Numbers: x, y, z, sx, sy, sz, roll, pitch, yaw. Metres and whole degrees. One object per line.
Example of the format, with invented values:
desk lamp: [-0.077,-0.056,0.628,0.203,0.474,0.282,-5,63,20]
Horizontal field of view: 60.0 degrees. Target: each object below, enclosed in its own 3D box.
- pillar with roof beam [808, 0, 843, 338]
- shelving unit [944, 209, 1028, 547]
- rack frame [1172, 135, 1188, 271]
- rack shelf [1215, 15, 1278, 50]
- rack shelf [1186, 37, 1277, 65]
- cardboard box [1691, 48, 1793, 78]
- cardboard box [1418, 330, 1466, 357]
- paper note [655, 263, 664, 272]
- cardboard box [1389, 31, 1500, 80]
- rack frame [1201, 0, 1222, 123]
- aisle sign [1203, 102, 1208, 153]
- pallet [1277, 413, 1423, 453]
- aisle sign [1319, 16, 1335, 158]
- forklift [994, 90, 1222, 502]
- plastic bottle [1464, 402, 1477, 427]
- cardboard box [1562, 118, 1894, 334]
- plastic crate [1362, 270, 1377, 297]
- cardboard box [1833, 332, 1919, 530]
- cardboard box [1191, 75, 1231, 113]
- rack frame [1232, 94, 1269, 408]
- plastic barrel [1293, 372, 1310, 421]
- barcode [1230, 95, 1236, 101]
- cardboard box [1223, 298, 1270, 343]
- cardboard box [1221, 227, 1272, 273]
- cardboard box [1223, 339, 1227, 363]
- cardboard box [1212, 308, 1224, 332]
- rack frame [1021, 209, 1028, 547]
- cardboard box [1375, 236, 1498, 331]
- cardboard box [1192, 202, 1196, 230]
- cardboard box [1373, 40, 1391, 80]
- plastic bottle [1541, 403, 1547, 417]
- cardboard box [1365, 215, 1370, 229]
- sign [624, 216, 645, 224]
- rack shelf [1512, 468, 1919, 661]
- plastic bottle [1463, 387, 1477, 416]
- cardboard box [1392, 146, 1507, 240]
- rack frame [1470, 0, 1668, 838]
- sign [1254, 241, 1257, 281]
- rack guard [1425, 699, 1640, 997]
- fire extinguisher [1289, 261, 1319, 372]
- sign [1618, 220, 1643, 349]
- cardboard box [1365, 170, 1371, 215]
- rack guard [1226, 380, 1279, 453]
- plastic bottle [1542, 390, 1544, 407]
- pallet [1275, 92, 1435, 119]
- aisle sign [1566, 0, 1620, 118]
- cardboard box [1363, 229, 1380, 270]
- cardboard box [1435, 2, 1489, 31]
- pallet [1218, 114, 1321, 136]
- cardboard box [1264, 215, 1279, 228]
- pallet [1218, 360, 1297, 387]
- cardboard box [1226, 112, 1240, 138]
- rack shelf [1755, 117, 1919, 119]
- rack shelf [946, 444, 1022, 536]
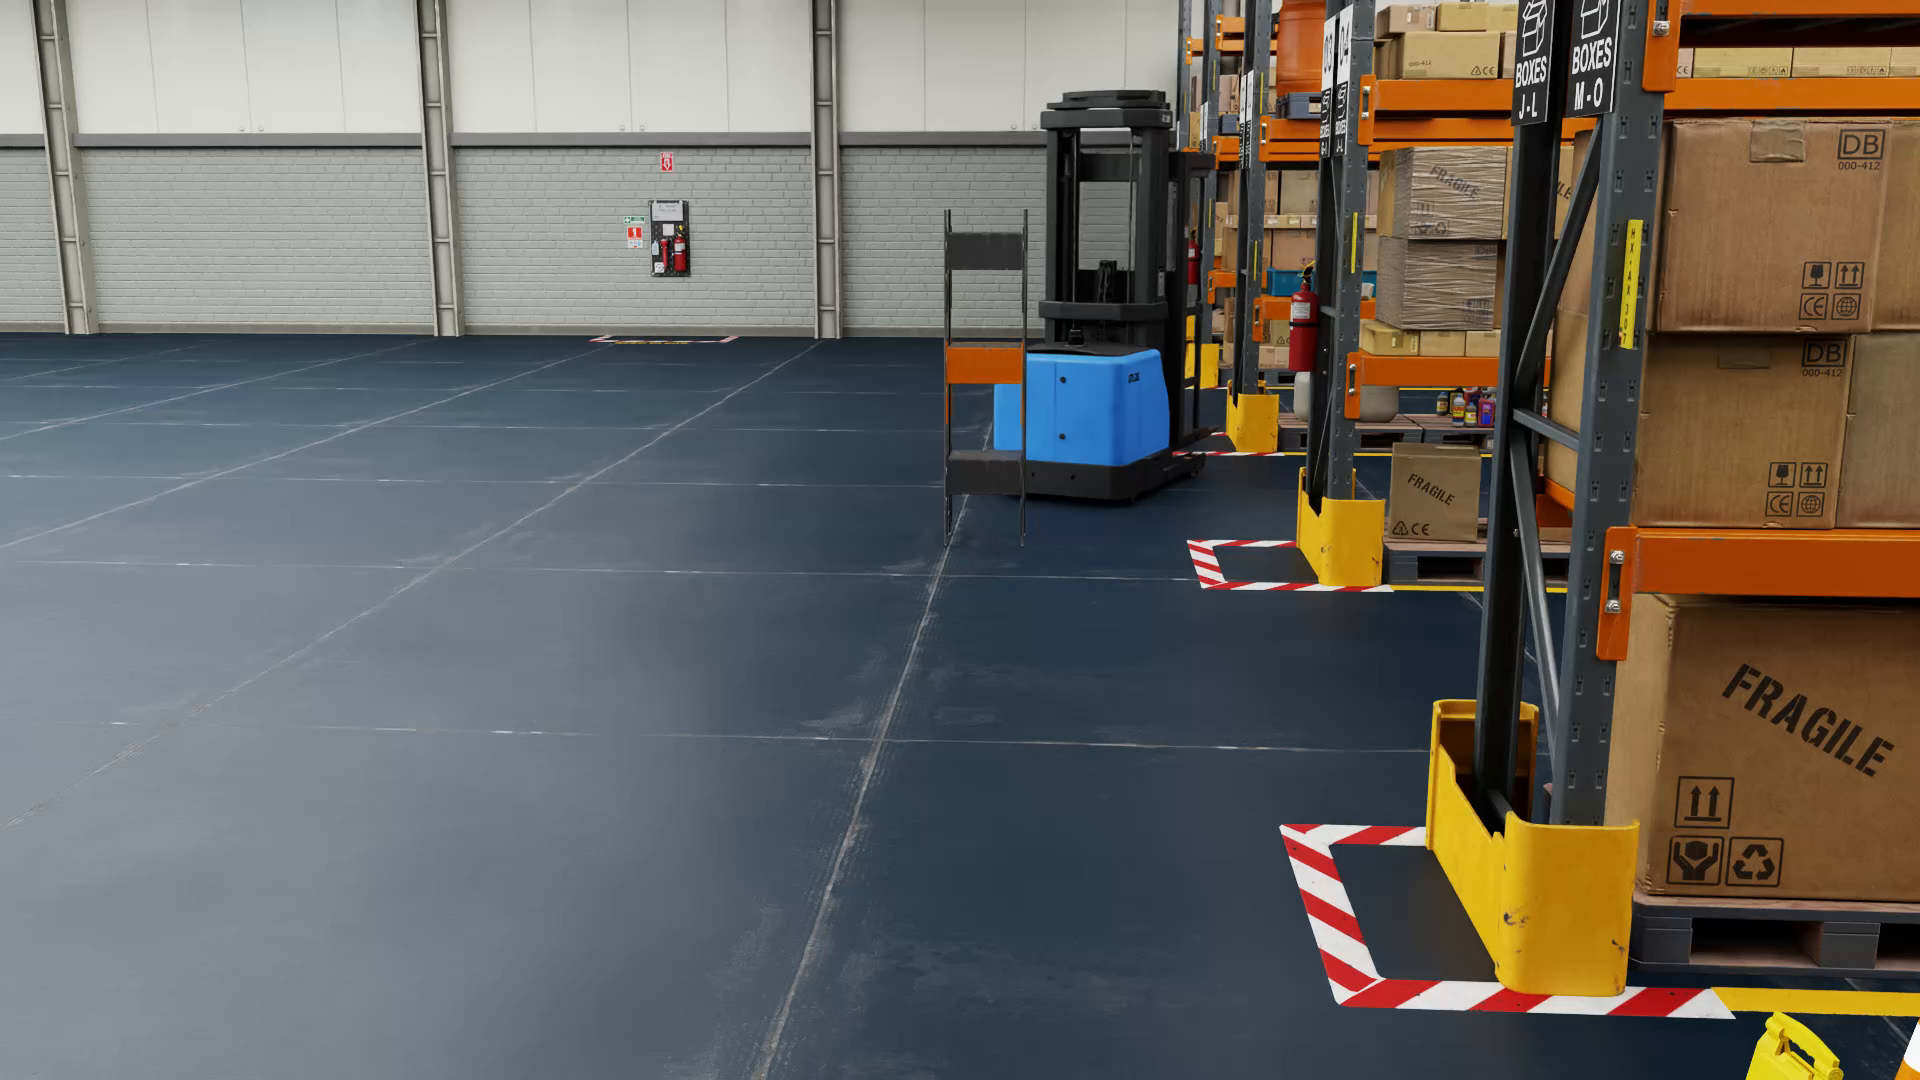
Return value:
pillar with roof beam: [-2.323,-6.664,20.646,0.400,9.000,9.100,1,12,4]
shelving unit: [0.165,-1.025,10.542,0.503,2.100,0.431,1,12,4]
rack frame: [3.195,-4.357,24.273,0.127,3.000,1.000,1,12,4]
rack shelf: [4.864,-5.707,18.805,4.000,0.370,1.077,1,12,4]
rack shelf: [5.191,-6.913,23.602,4.000,0.370,1.077,1,12,4]
cardboard box: [4.195,-2.638,9.092,0.500,0.250,0.500,1,12,5]
cardboard box: [2.719,-1.139,9.500,0.250,0.149,0.380,1,12,4]
paper note: [-4.670,-4.234,25.833,0.142,0.148,0.016,1,12,4]
cardboard box: [2.666,-2.657,9.185,0.500,0.250,0.500,1,12,5]
rack frame: [2.868,-6.282,18.821,0.127,3.000,1.000,1,12,4]
aisle sign: [2.782,-4.556,18.874,0.004,0.787,0.394,1,12,4]
pallet: [3.423,-0.965,14.866,1.213,0.211,1.003,1,12,4]
aisle sign: [2.161,-2.656,9.791,0.004,0.787,0.394,1,12,4]
forklift: [1.322,-1.966,13.010,1.130,2.935,3.031,6,13,25]
plastic bottle: [4.425,-1.089,14.409,0.097,0.201,0.097,0,12,0]
cardboard box: [2.138,-0.899,4.735,0.550,0.550,0.875,1,12,4]
plastic crate: [3.700,-2.305,14.824,0.408,0.251,0.499,1,12,4]
cardboard box: [2.694,-0.384,4.913,0.550,0.550,0.875,1,12,4]
cardboard box: [3.564,-6.319,23.589,0.500,0.500,0.500,0,12,0]
rack frame: [2.533,-2.334,14.598,0.127,3.000,1.000,1,12,4]
plastic barrel: [3.195,-1.328,14.841,0.421,0.512,0.421,0,12,0]
barcode: [3.201,-5.192,19.520,0.075,0.075,0.001,1,12,4]
cardboard box: [3.423,-2.626,19.852,0.500,0.500,0.500,1,12,4]
cardboard box: [3.333,-3.385,19.382,0.500,0.500,0.700,1,12,4]
cardboard box: [3.423,-2.258,19.927,0.500,0.250,0.500,1,12,4]
cardboard box: [3.880,-3.229,24.370,0.500,0.311,0.500,-1,12,-3]
rack frame: [0.409,-1.022,10.526,0.015,2.100,0.400,1,12,4]
cardboard box: [2.749,-1.503,9.657,0.500,0.500,0.875,1,12,4]
cardboard box: [3.680,-4.698,24.386,0.500,0.500,0.500,1,12,3]
cardboard box: [2.701,-2.762,9.685,0.500,0.250,0.500,1,12,5]
plastic bottle: [5.067,-1.080,14.367,0.097,0.201,0.097,0,12,0]
cardboard box: [4.530,-3.645,19.040,0.250,0.149,0.380,1,12,3]
sign: [-5.039,-4.952,25.733,0.331,0.109,0.001,1,12,4]
rack shelf: [3.766,0.070,4.866,4.000,0.370,1.077,1,12,4]
plastic bottle: [4.645,-1.271,15.096,0.135,0.276,0.152,1,12,4]
cardboard box: [2.733,-1.942,9.315,0.500,0.500,0.500,1,12,4]
rack frame: [1.770,-0.310,4.923,0.127,3.000,1.000,1,12,4]
sign: [2.492,-2.357,14.032,0.005,0.325,0.100,1,12,4]
rack guard: [1.746,0.913,5.181,0.348,0.500,1.175,1,12,4]
fire extinguisher: [2.119,-1.380,10.226,0.183,0.674,0.296,1,12,4]
sign: [1.727,-0.659,4.285,0.005,0.325,0.100,1,12,4]
cardboard box: [4.414,-4.007,19.184,0.500,0.500,0.700,1,12,4]
rack guard: [2.612,-1.119,14.895,0.348,0.500,1.175,1,12,4]
plastic bottle: [5.150,-1.235,14.922,0.135,0.276,0.152,1,12,4]
pallet: [3.352,-3.678,14.160,1.213,0.211,1.003,1,12,4]
aisle sign: [1.679,-1.522,4.369,0.004,0.787,0.394,1,12,4]
cardboard box: [4.878,-3.365,19.283,0.500,0.500,0.700,1,12,5]
cardboard box: [2.714,-2.837,9.073,0.250,0.149,0.380,1,12,5]
pallet: [3.572,-4.755,19.065,1.213,0.211,1.003,1,12,4]
cardboard box: [3.509,-3.659,19.108,0.250,0.149,0.380,0,12,2]
pallet: [3.634,-1.979,19.711,1.213,0.211,1.003,1,12,4]
cardboard box: [4.046,-5.814,23.618,0.500,0.500,0.500,2,12,8]
rack shelf: [8.520,-3.368,13.972,4.000,0.370,1.077,1,12,4]
rack shelf: [0.165,-0.327,10.688,0.480,0.518,0.431,1,12,4]
